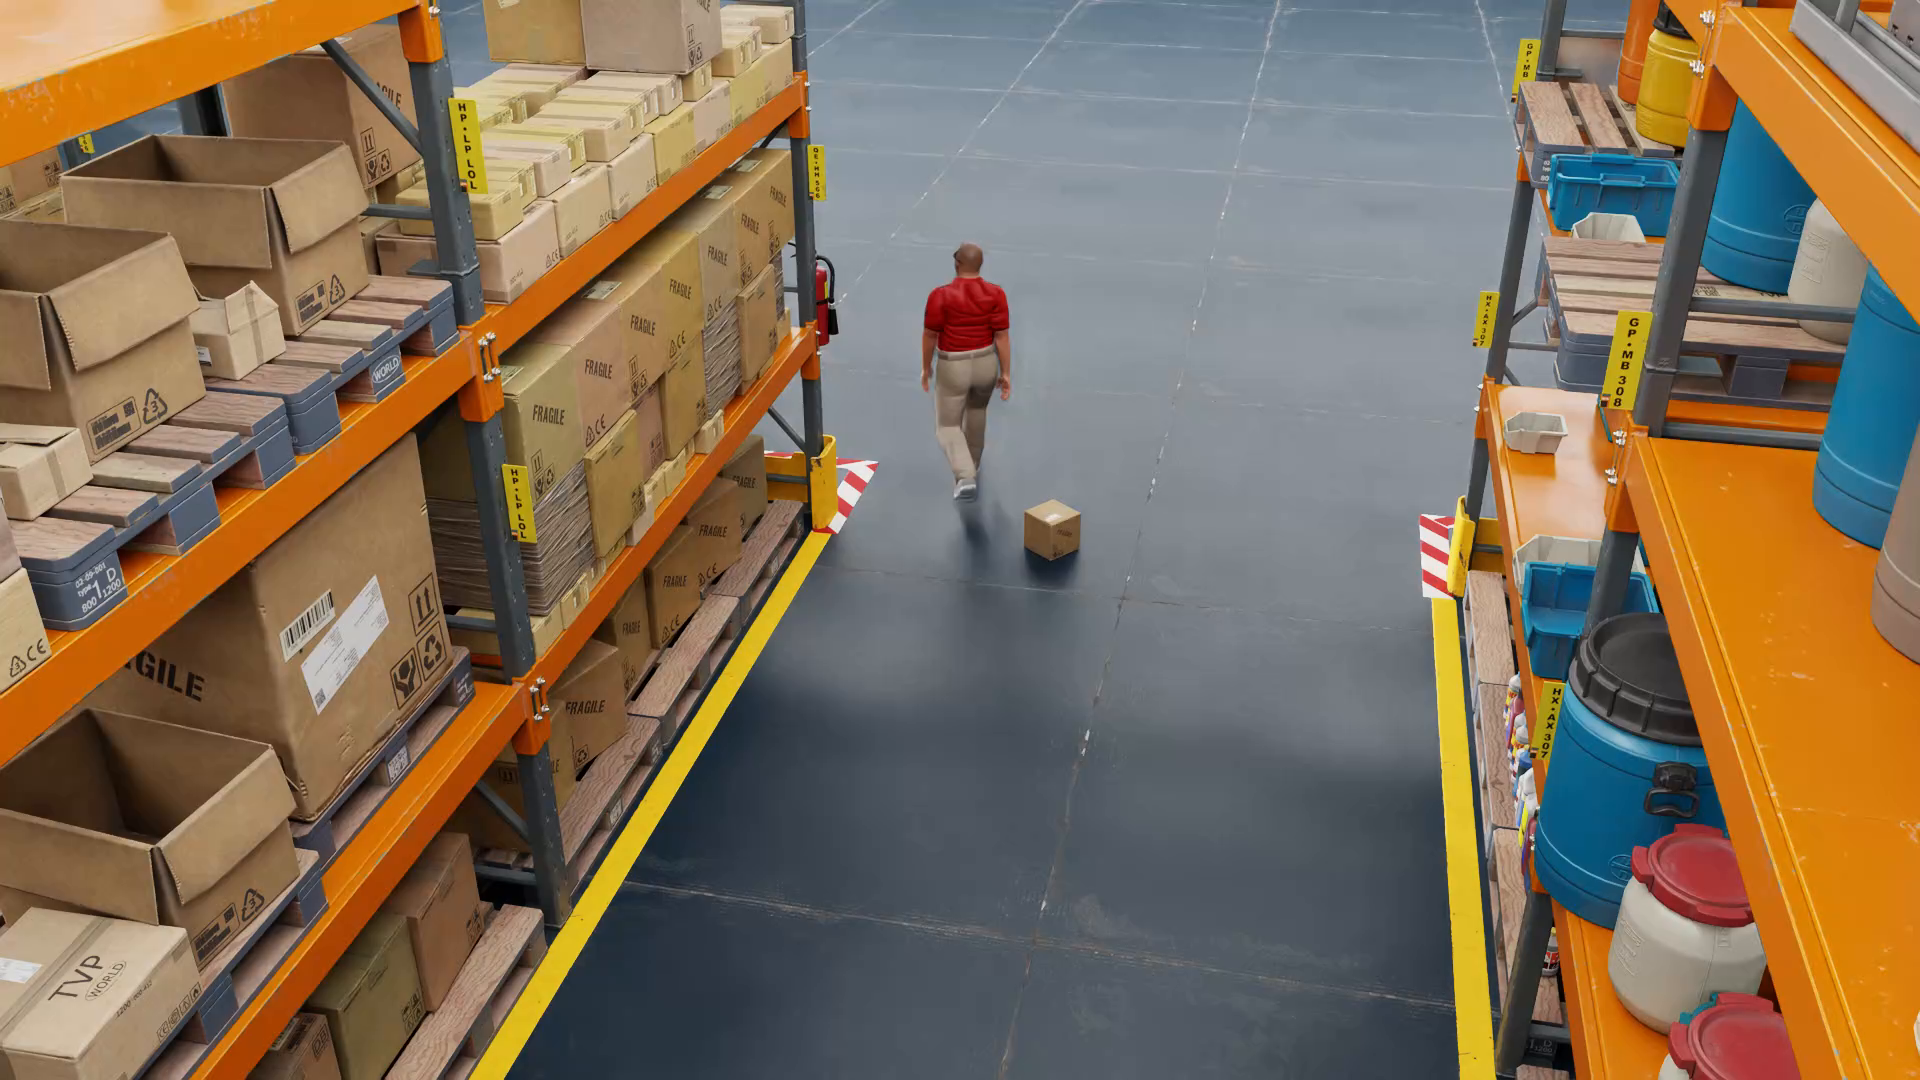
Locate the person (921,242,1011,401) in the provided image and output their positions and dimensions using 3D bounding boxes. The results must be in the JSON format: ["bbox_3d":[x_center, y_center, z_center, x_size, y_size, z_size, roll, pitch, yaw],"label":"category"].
[{"bbox_3d":[0.023,-1.387,10.521,0.553,1.045,0.335,-8,30,-14],"label":"person"}]
